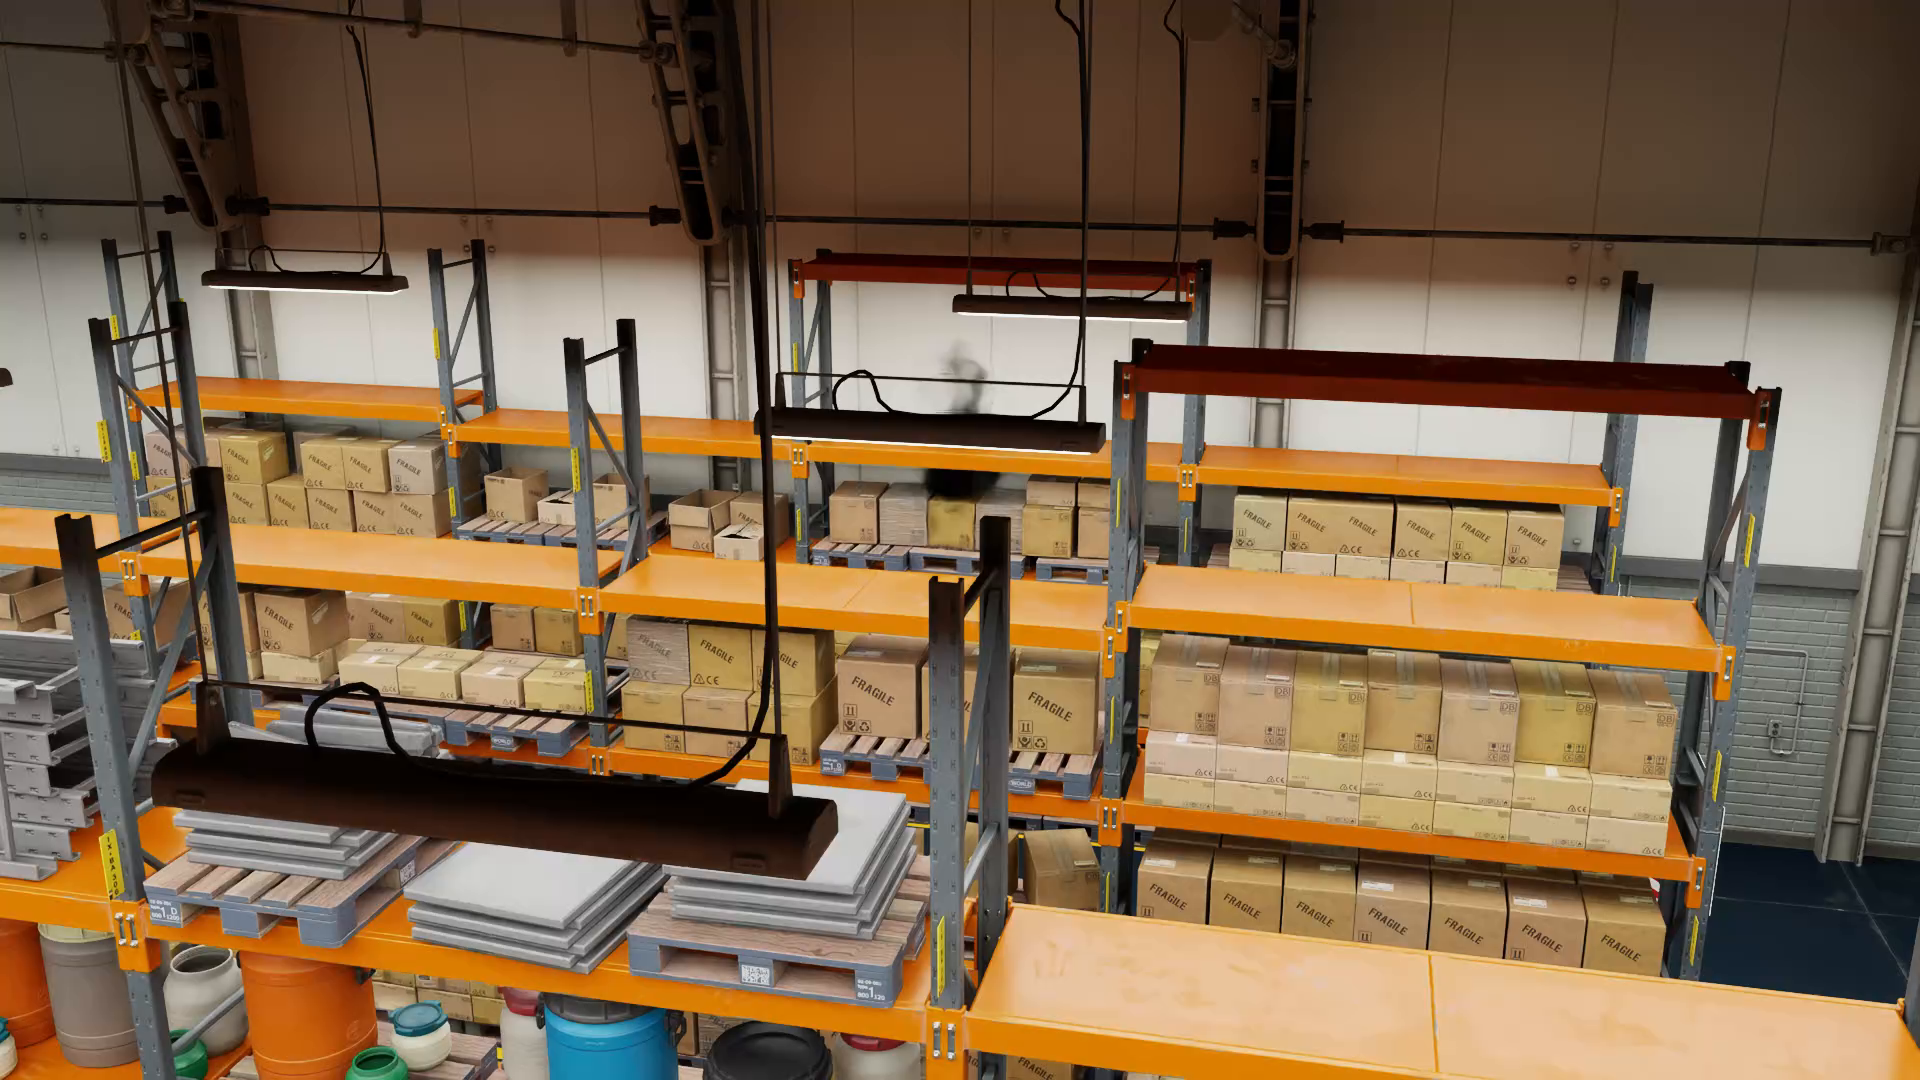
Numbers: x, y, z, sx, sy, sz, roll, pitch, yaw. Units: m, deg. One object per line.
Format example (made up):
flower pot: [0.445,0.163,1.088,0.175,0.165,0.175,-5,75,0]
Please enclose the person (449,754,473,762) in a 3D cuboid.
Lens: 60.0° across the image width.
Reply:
person: [-5.134,2.636,16.528,0.754,1.707,0.574,2,16,7]
